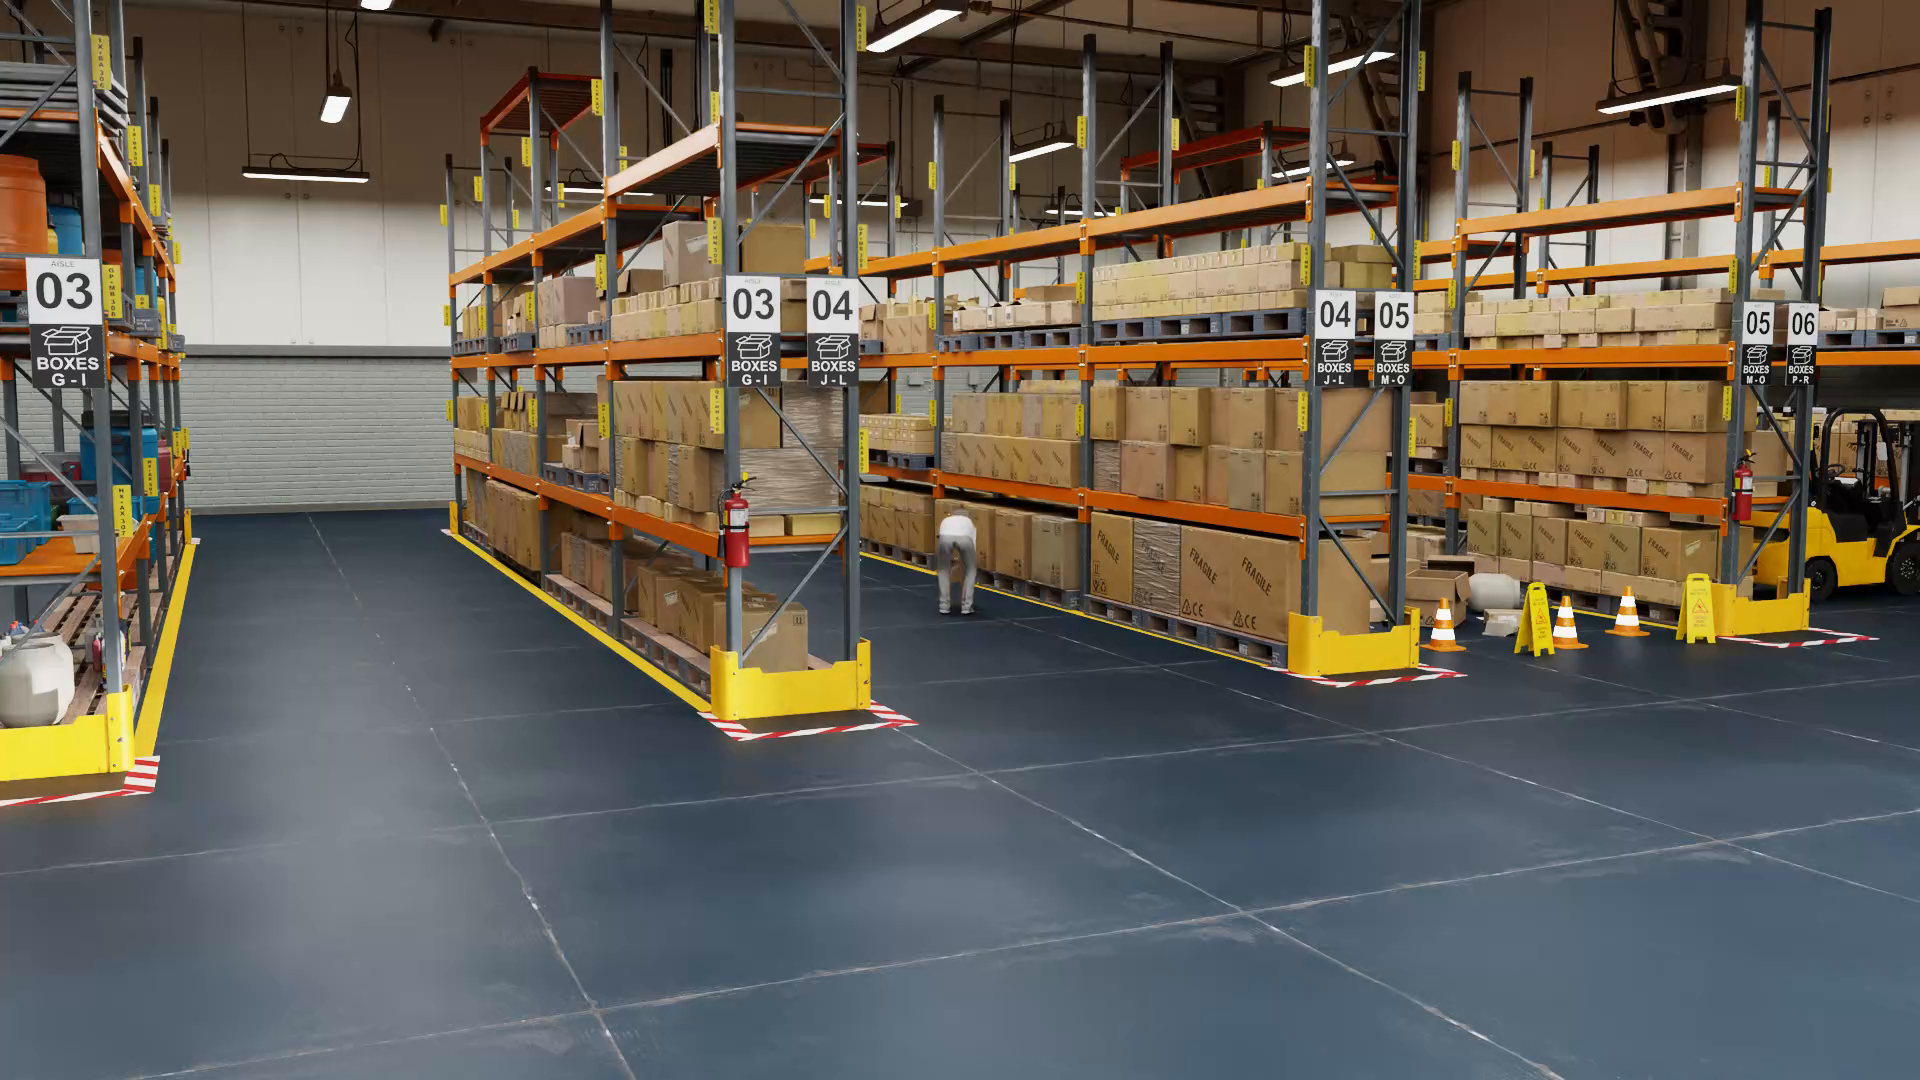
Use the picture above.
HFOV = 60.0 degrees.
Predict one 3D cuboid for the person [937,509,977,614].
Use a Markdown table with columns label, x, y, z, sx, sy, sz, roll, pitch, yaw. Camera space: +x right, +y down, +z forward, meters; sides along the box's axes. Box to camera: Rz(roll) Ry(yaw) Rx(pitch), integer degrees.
| label | x | y | z | sx | sy | sz | roll | pitch | yaw |
| --- | --- | --- | --- | --- | --- | --- | --- | --- | --- |
| person | -0.015 | 0.228 | 17.780 | 0.429 | 1.065 | 0.925 | 1 | 6 | 7 |
